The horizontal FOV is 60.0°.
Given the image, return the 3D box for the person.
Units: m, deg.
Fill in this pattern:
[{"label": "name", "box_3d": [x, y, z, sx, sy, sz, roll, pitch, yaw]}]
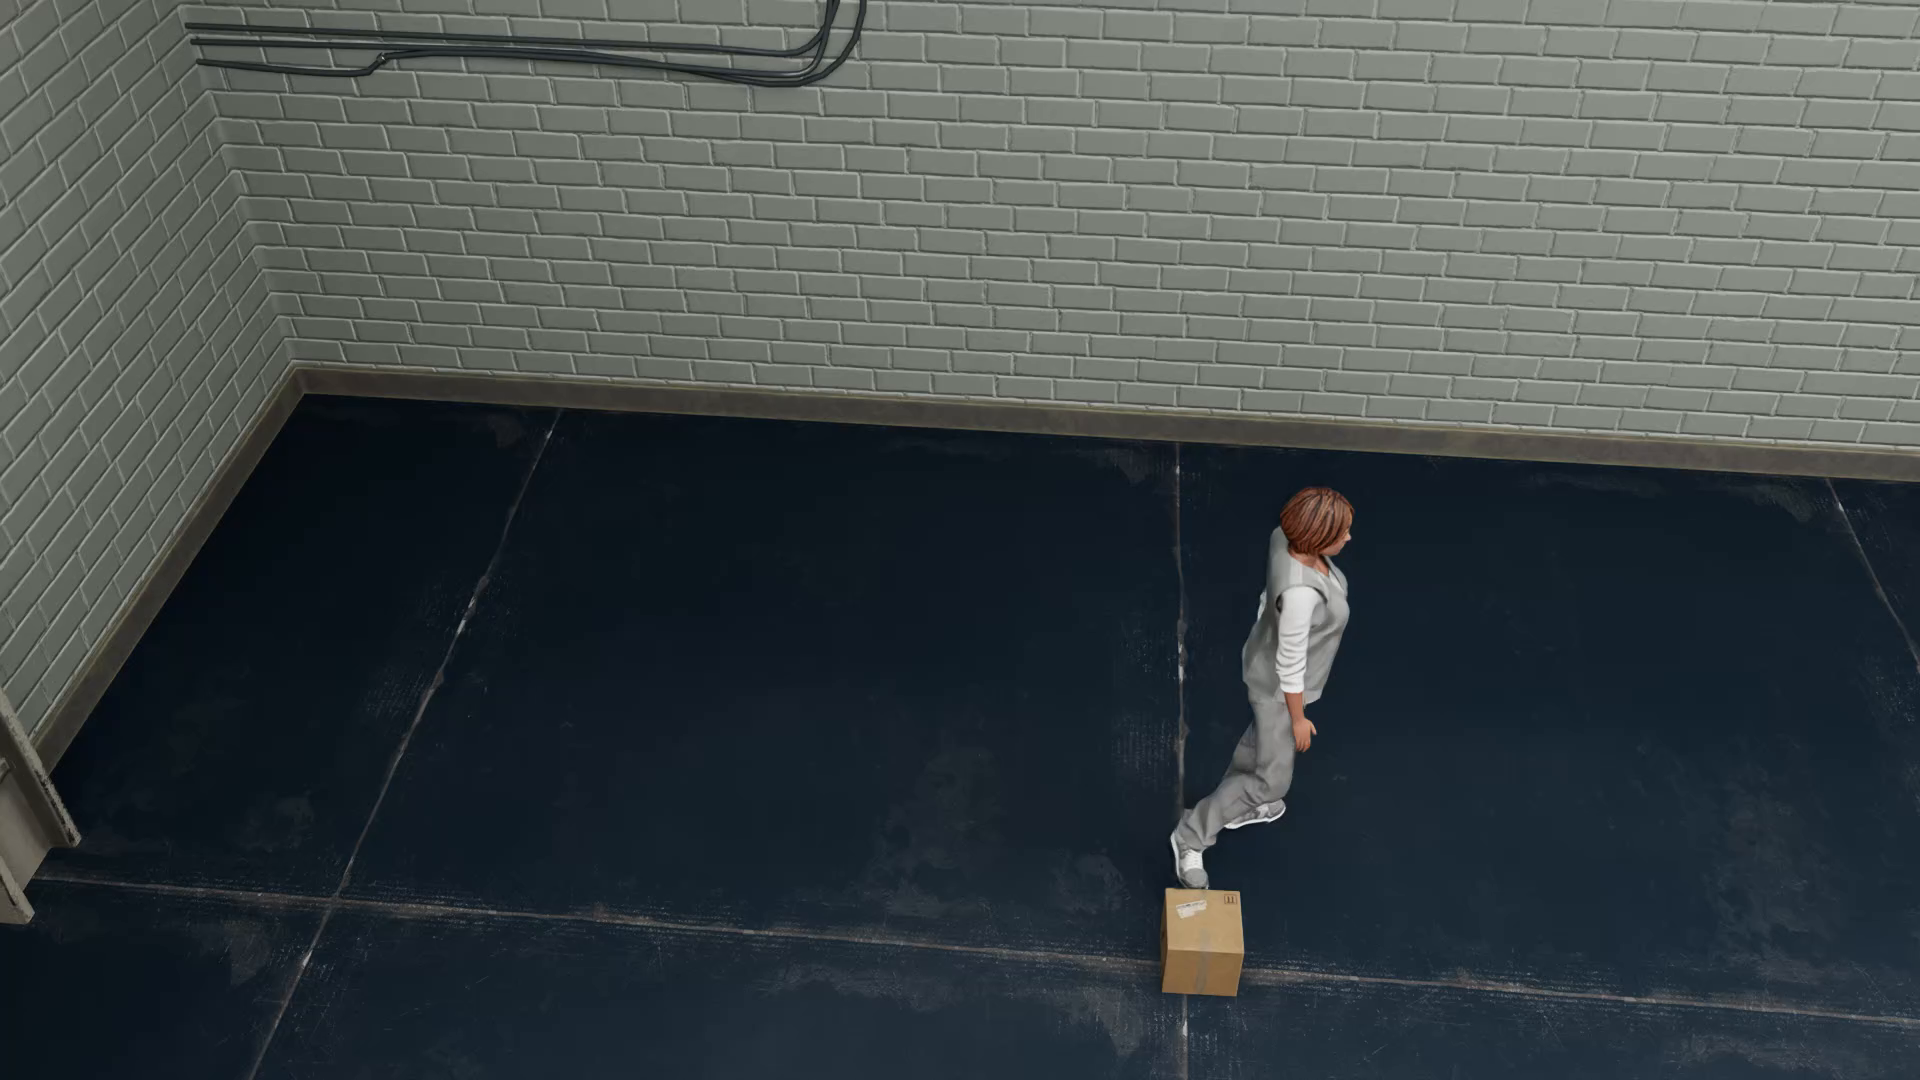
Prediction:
[{"label": "person", "box_3d": [1.003, 0.521, 5.554, 0.474, 1.590, 0.597, 6, 41, 7]}]
